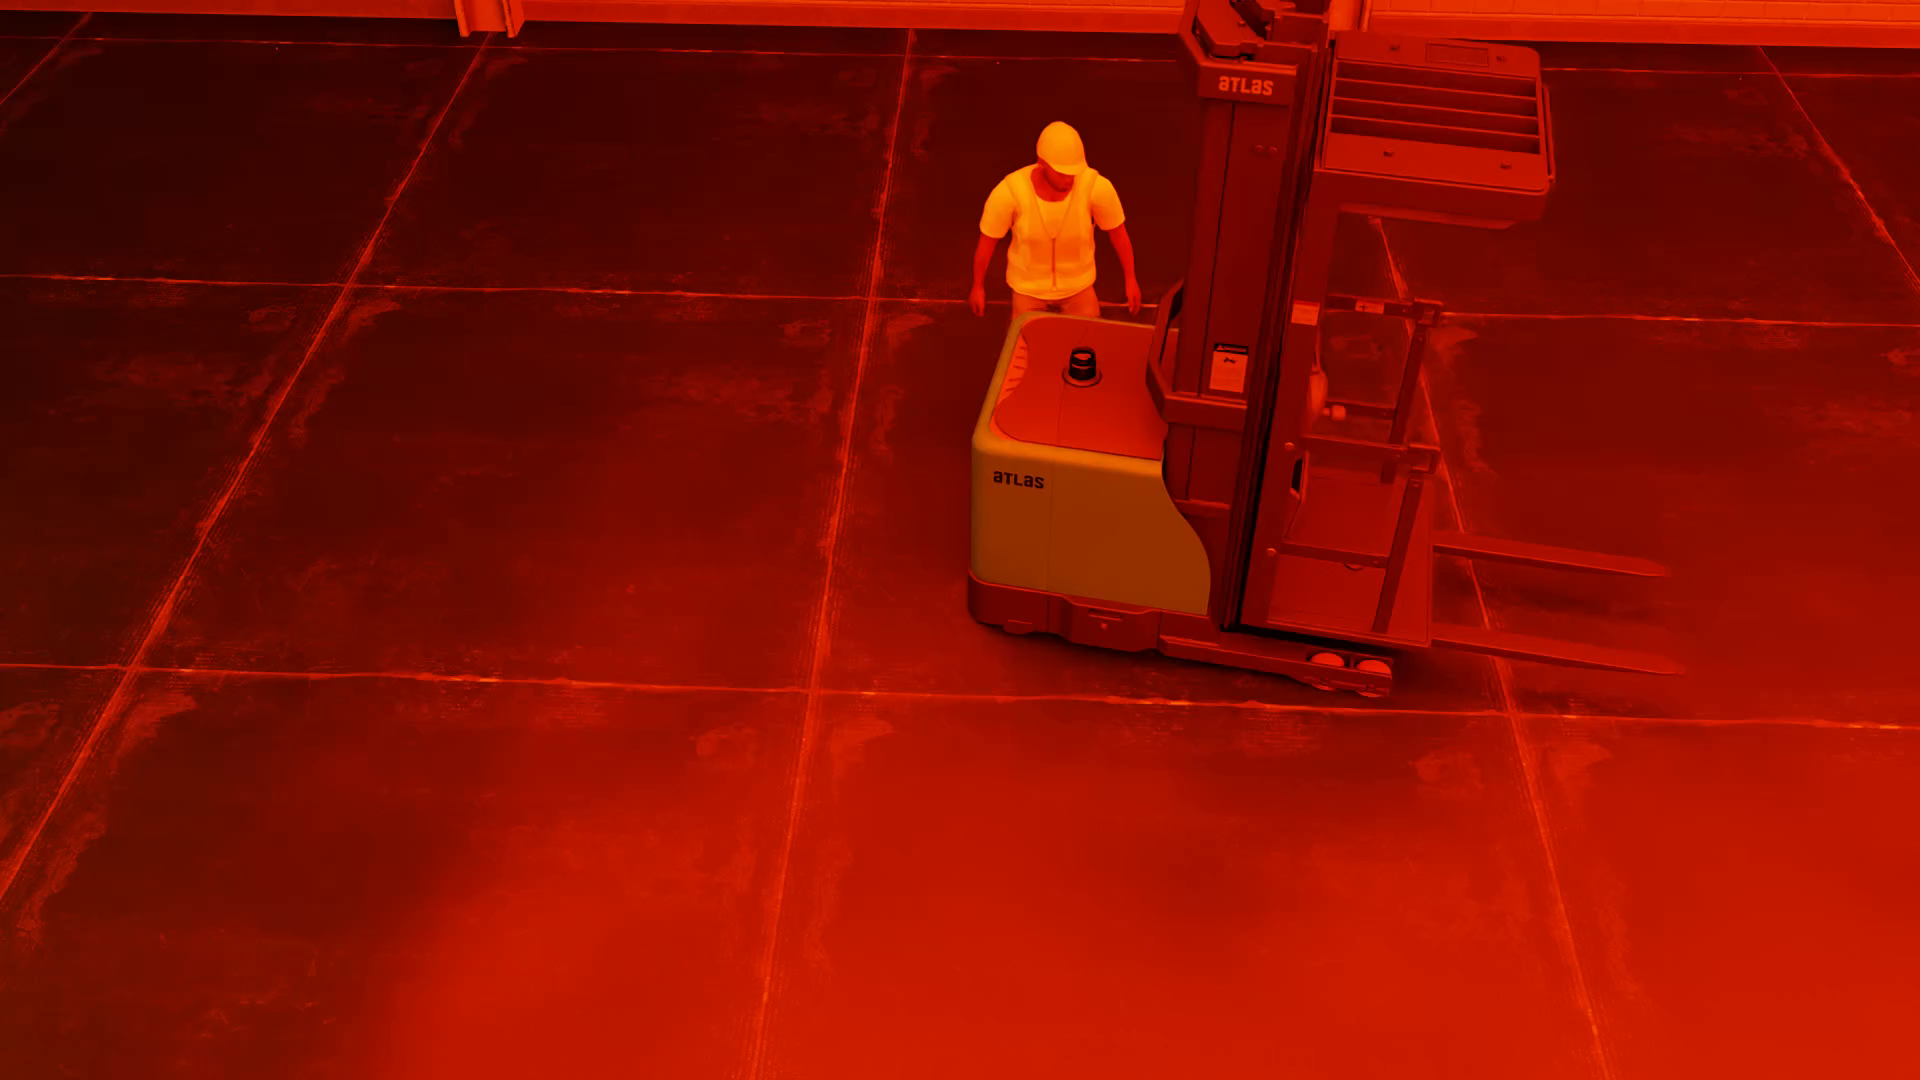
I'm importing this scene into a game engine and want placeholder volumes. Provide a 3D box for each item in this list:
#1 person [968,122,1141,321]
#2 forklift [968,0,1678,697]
[{"bbox_3d":[0.454,-1.214,7.957,0.816,1.740,0.414,-4,43,-4],"label":"person"},{"bbox_3d":[1.606,-0.799,6.618,3.031,2.935,1.130,8,43,9],"label":"forklift"}]
